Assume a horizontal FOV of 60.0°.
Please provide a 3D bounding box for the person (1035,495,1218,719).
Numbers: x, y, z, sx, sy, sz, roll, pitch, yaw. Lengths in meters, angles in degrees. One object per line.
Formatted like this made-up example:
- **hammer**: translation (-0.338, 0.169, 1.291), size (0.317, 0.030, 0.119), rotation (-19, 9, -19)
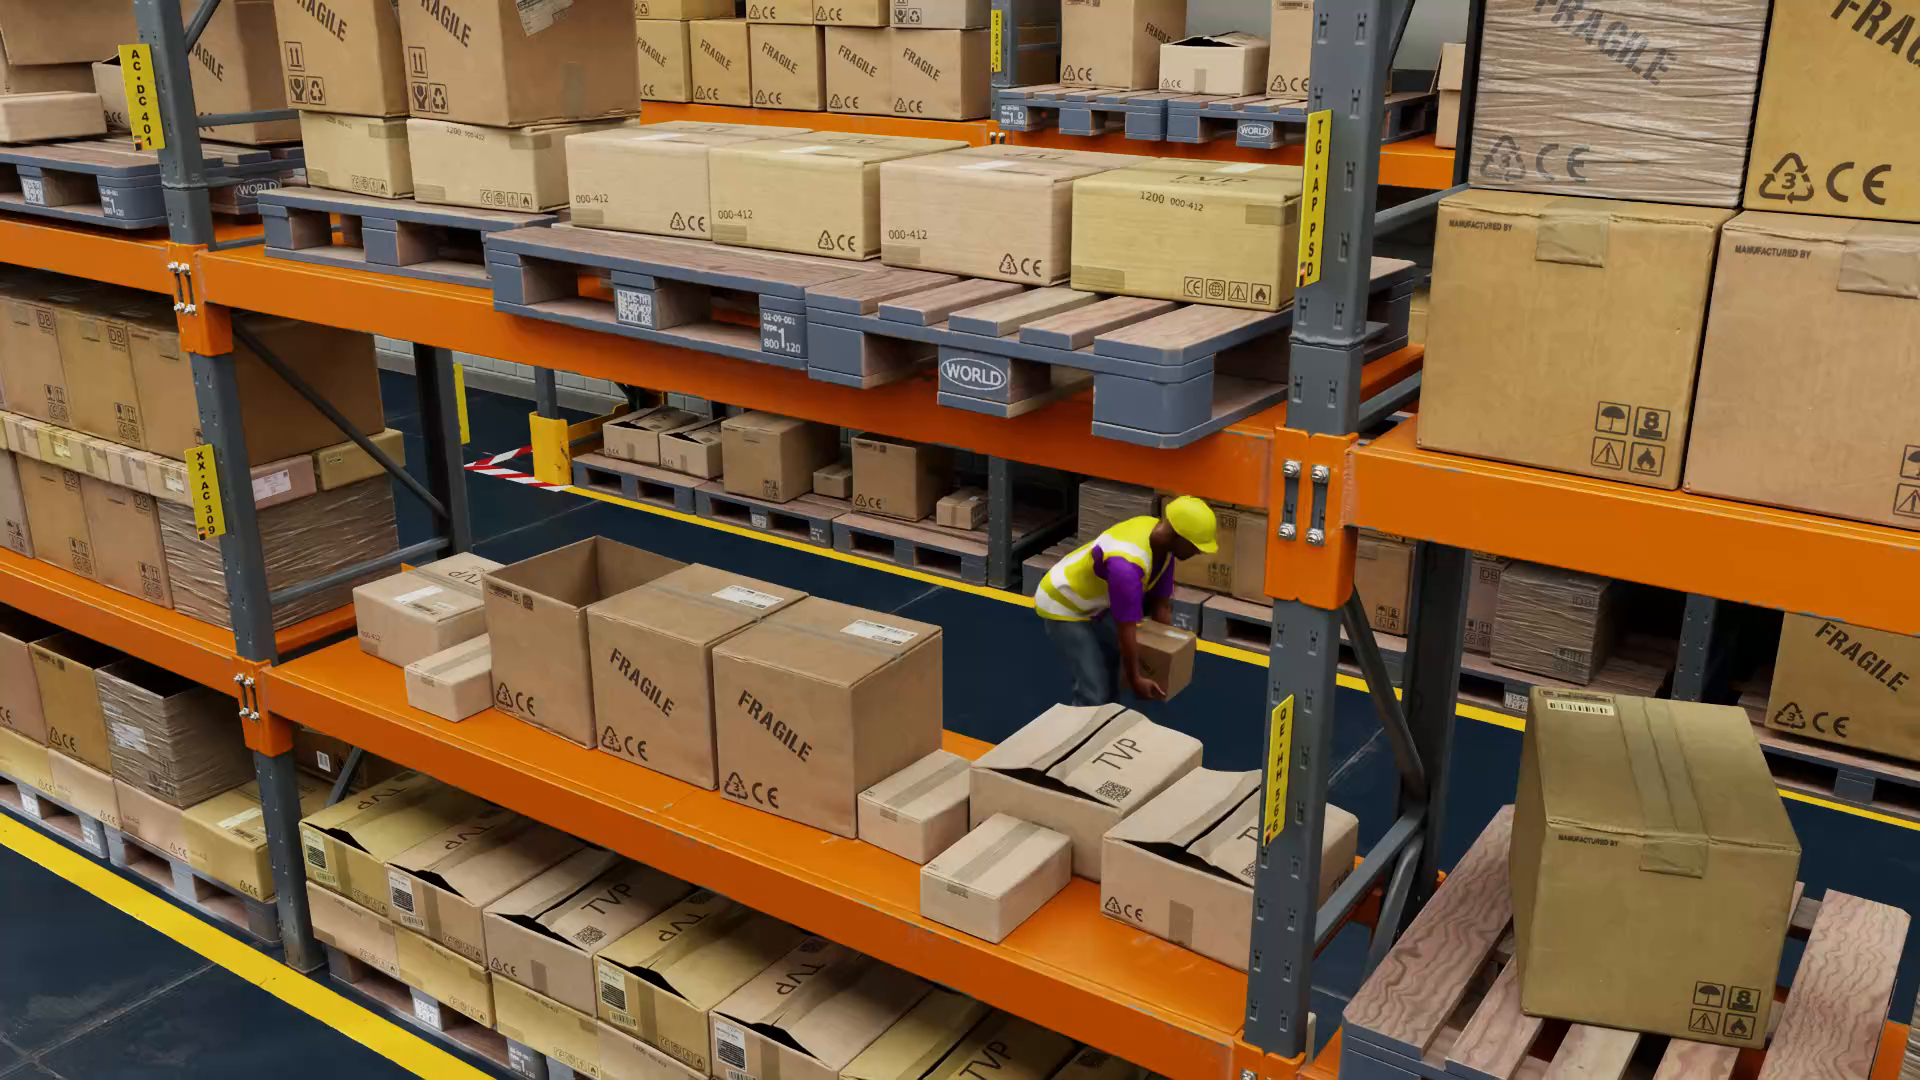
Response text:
- **person**: translation (0.761, 0.460, 7.646), size (0.832, 1.497, 0.488), rotation (12, 23, 31)
